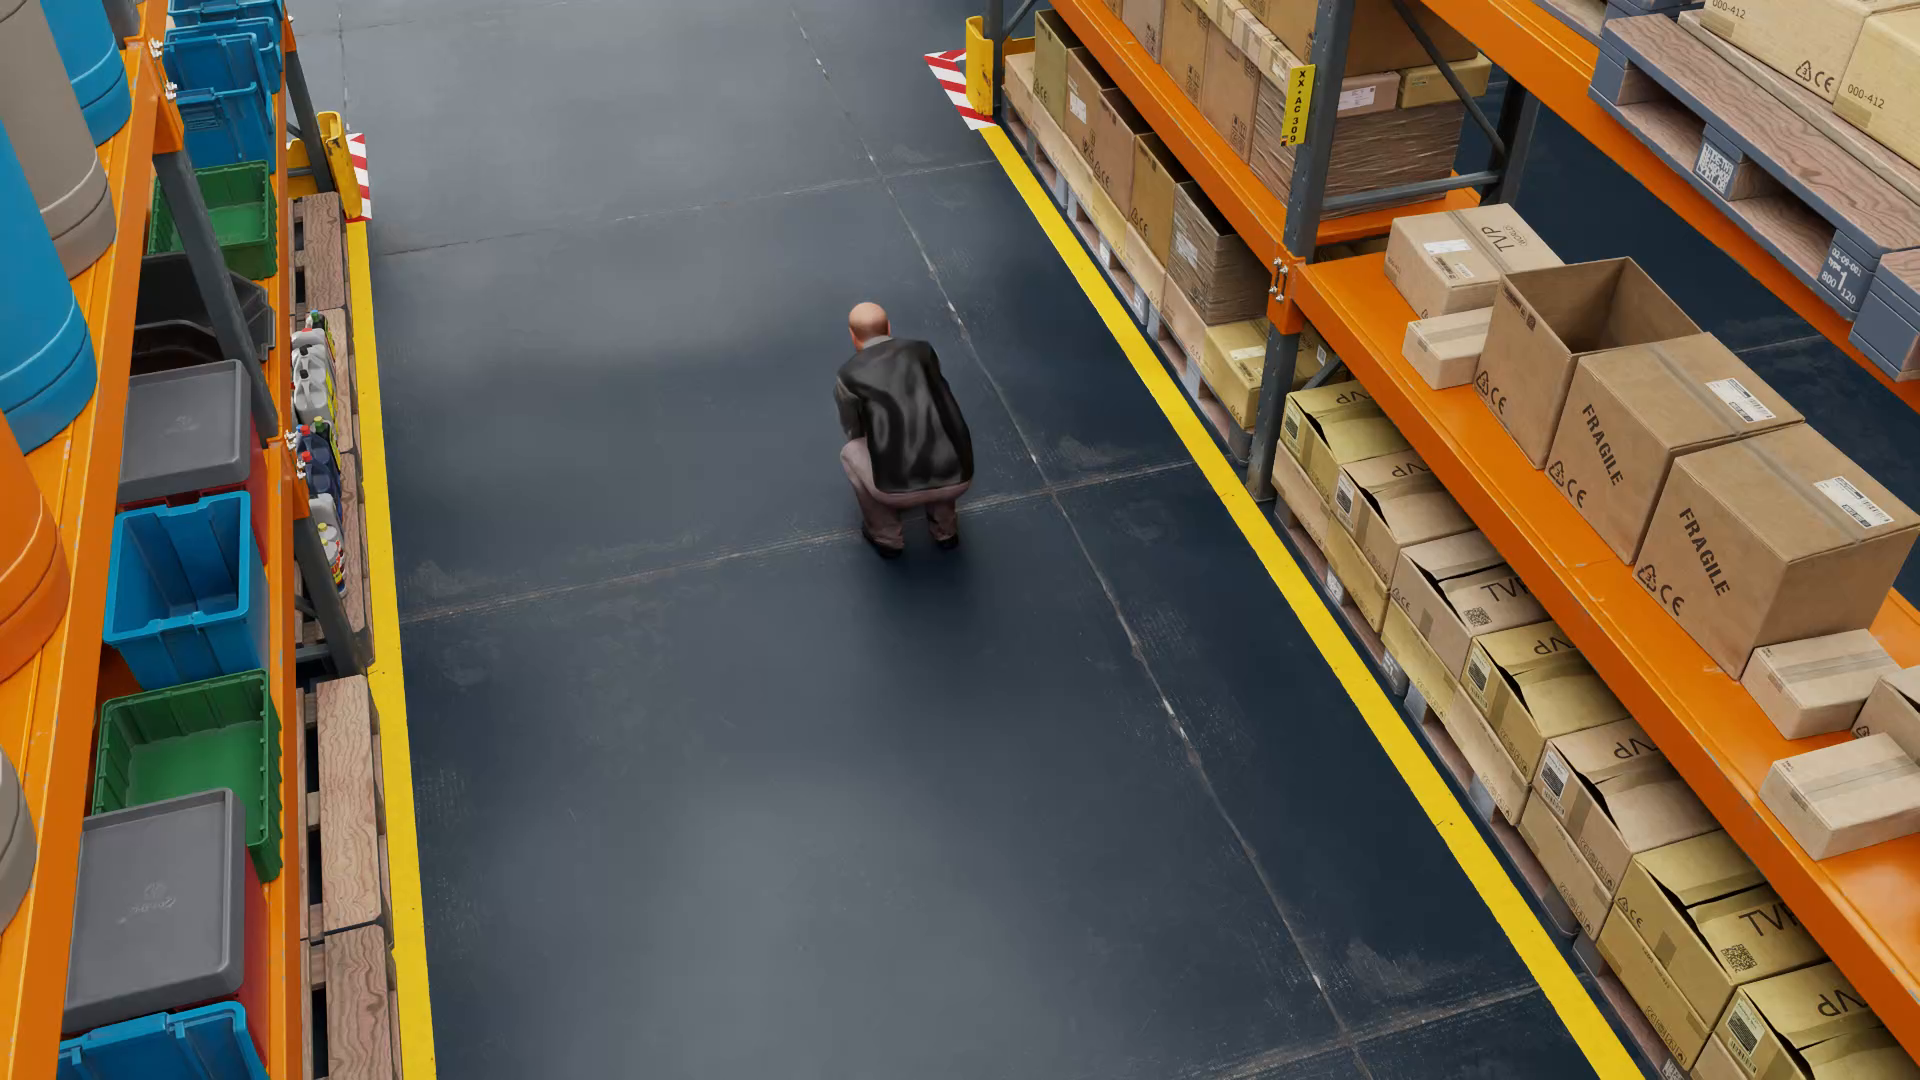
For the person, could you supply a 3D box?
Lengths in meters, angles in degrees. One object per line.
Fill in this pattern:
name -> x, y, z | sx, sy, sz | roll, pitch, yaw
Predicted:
person -> -0.264, -0.464, 7.272 | 0.515, 0.956, 0.914 | -13, 44, -14
